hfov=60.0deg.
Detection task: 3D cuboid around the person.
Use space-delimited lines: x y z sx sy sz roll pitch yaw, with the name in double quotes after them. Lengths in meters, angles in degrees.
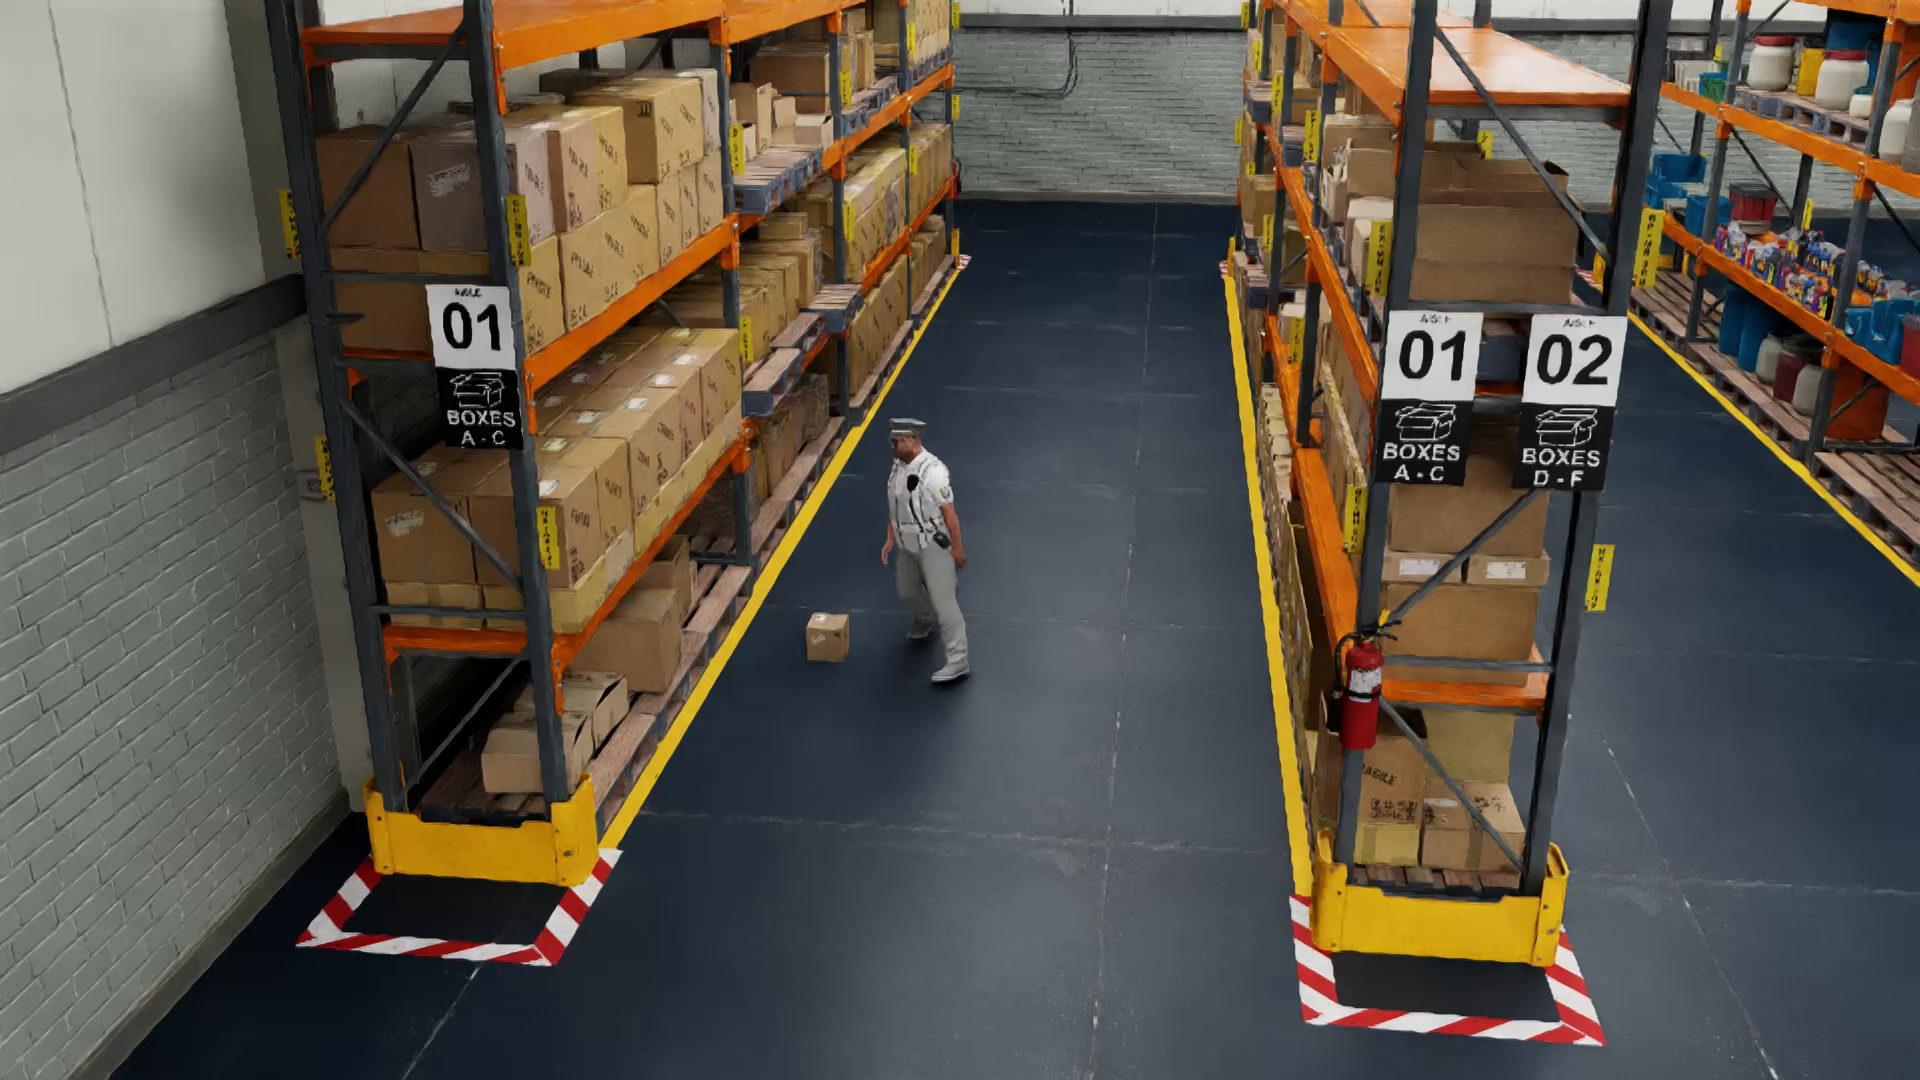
-0.173 0.012 11.093 0.603 1.695 0.827 -16 26 -36 "person"
